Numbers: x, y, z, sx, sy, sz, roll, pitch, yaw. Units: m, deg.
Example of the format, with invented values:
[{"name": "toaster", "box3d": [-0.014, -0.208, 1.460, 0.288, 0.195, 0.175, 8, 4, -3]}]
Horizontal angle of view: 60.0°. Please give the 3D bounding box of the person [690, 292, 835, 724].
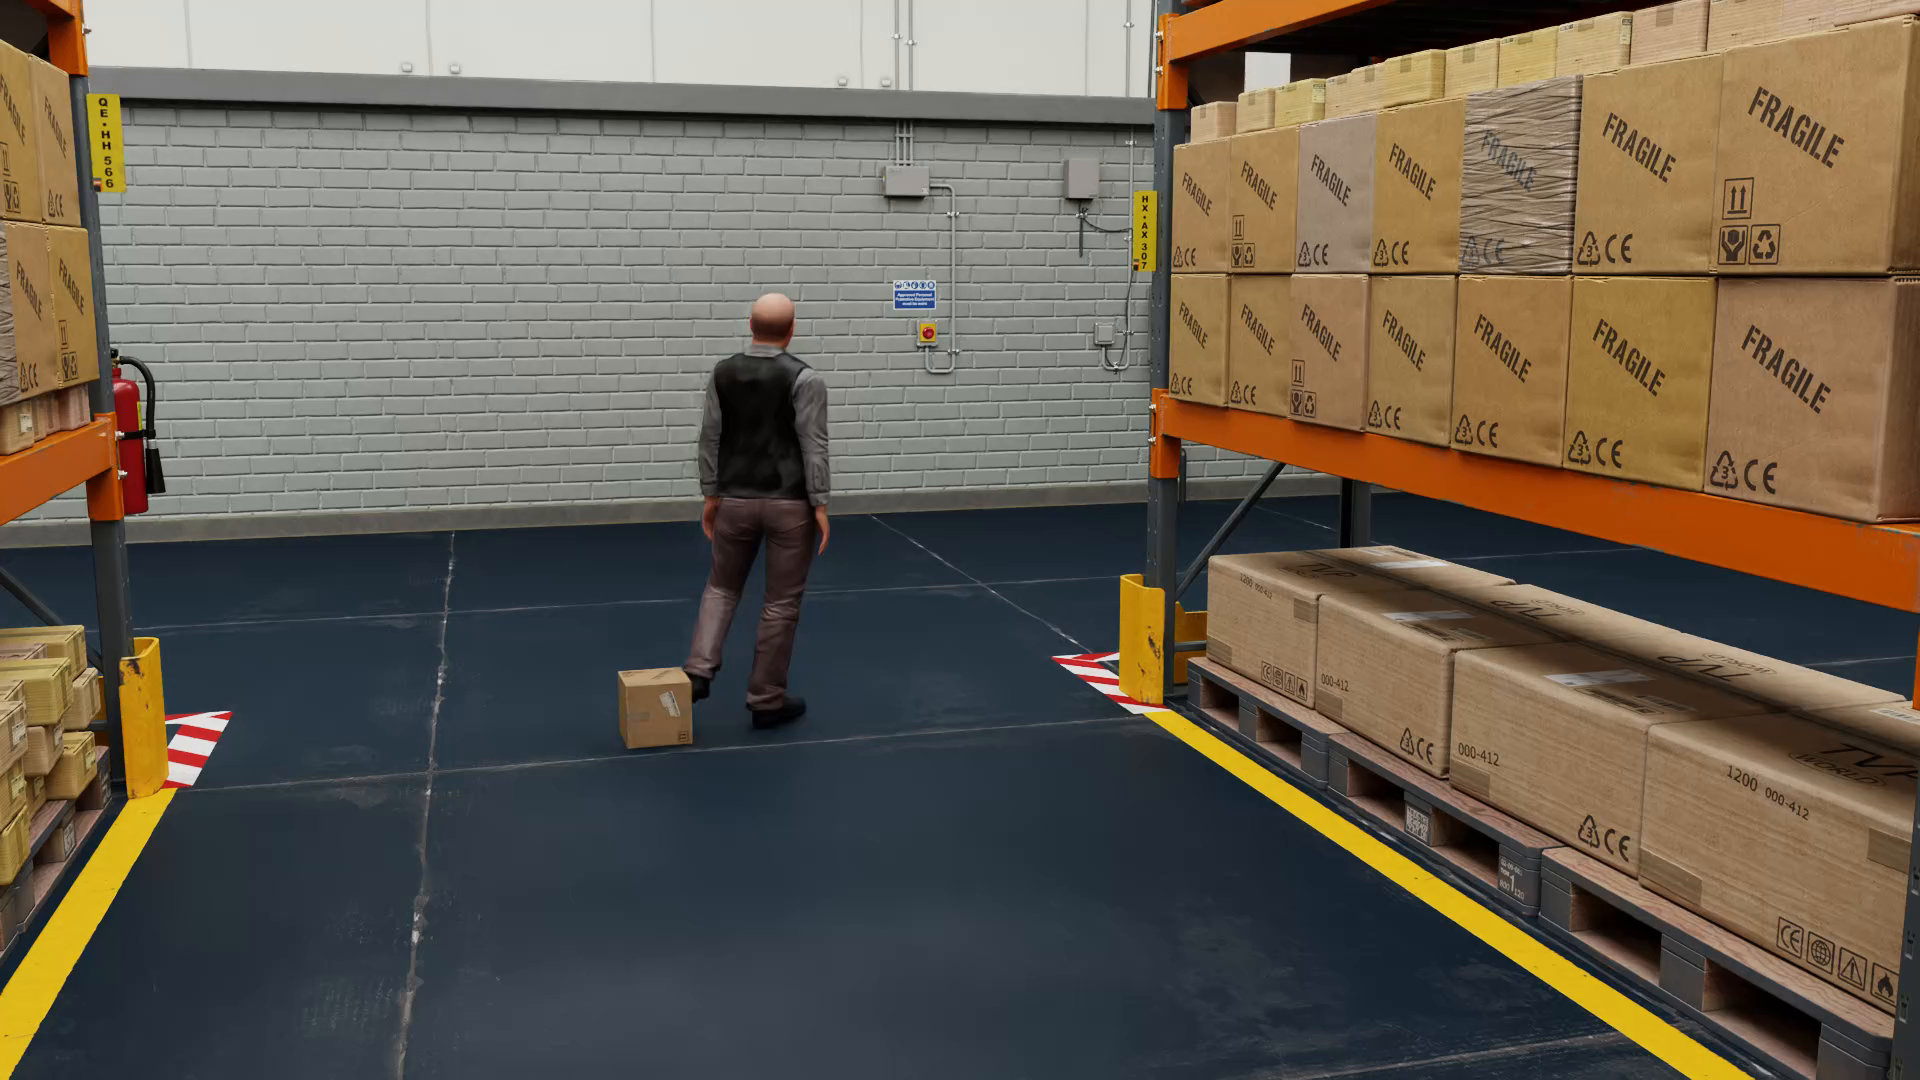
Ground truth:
[{"name": "person", "box3d": [-0.818, -0.127, 6.645, 0.667, 1.709, 0.494, 3, 10, 20]}]
